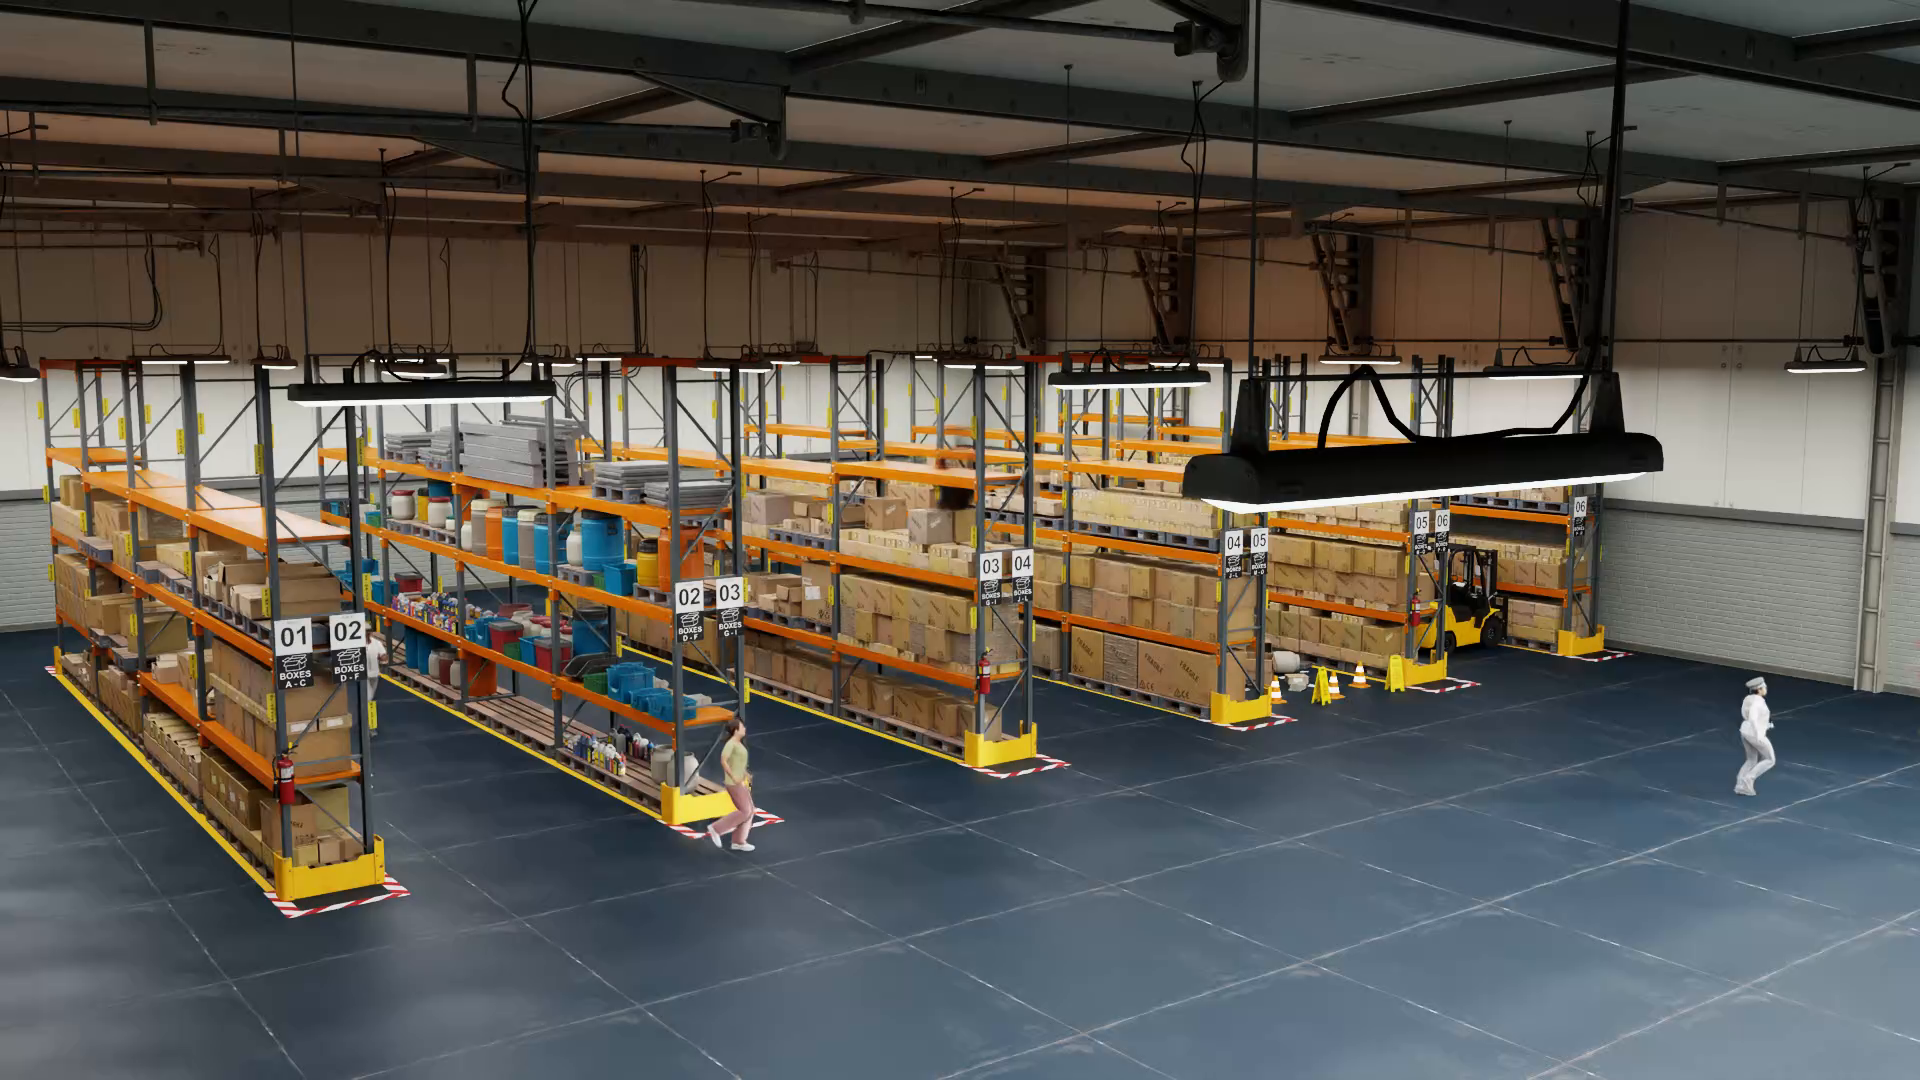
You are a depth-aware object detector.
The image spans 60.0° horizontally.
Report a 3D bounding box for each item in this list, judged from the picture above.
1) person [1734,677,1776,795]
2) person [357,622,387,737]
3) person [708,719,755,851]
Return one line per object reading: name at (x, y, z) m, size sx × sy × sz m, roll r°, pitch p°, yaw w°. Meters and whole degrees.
person at (11.116, 2.725, 23.179) m, size 0.567 × 1.661 × 0.623 m, roll 0°, pitch 7°, yaw -2°
person at (-9.595, 2.225, 26.861) m, size 0.820 × 1.821 × 0.677 m, roll 6°, pitch 9°, yaw 39°
person at (-2.851, 3.038, 20.813) m, size 0.578 × 1.616 × 0.630 m, roll 0°, pitch 7°, yaw -2°
